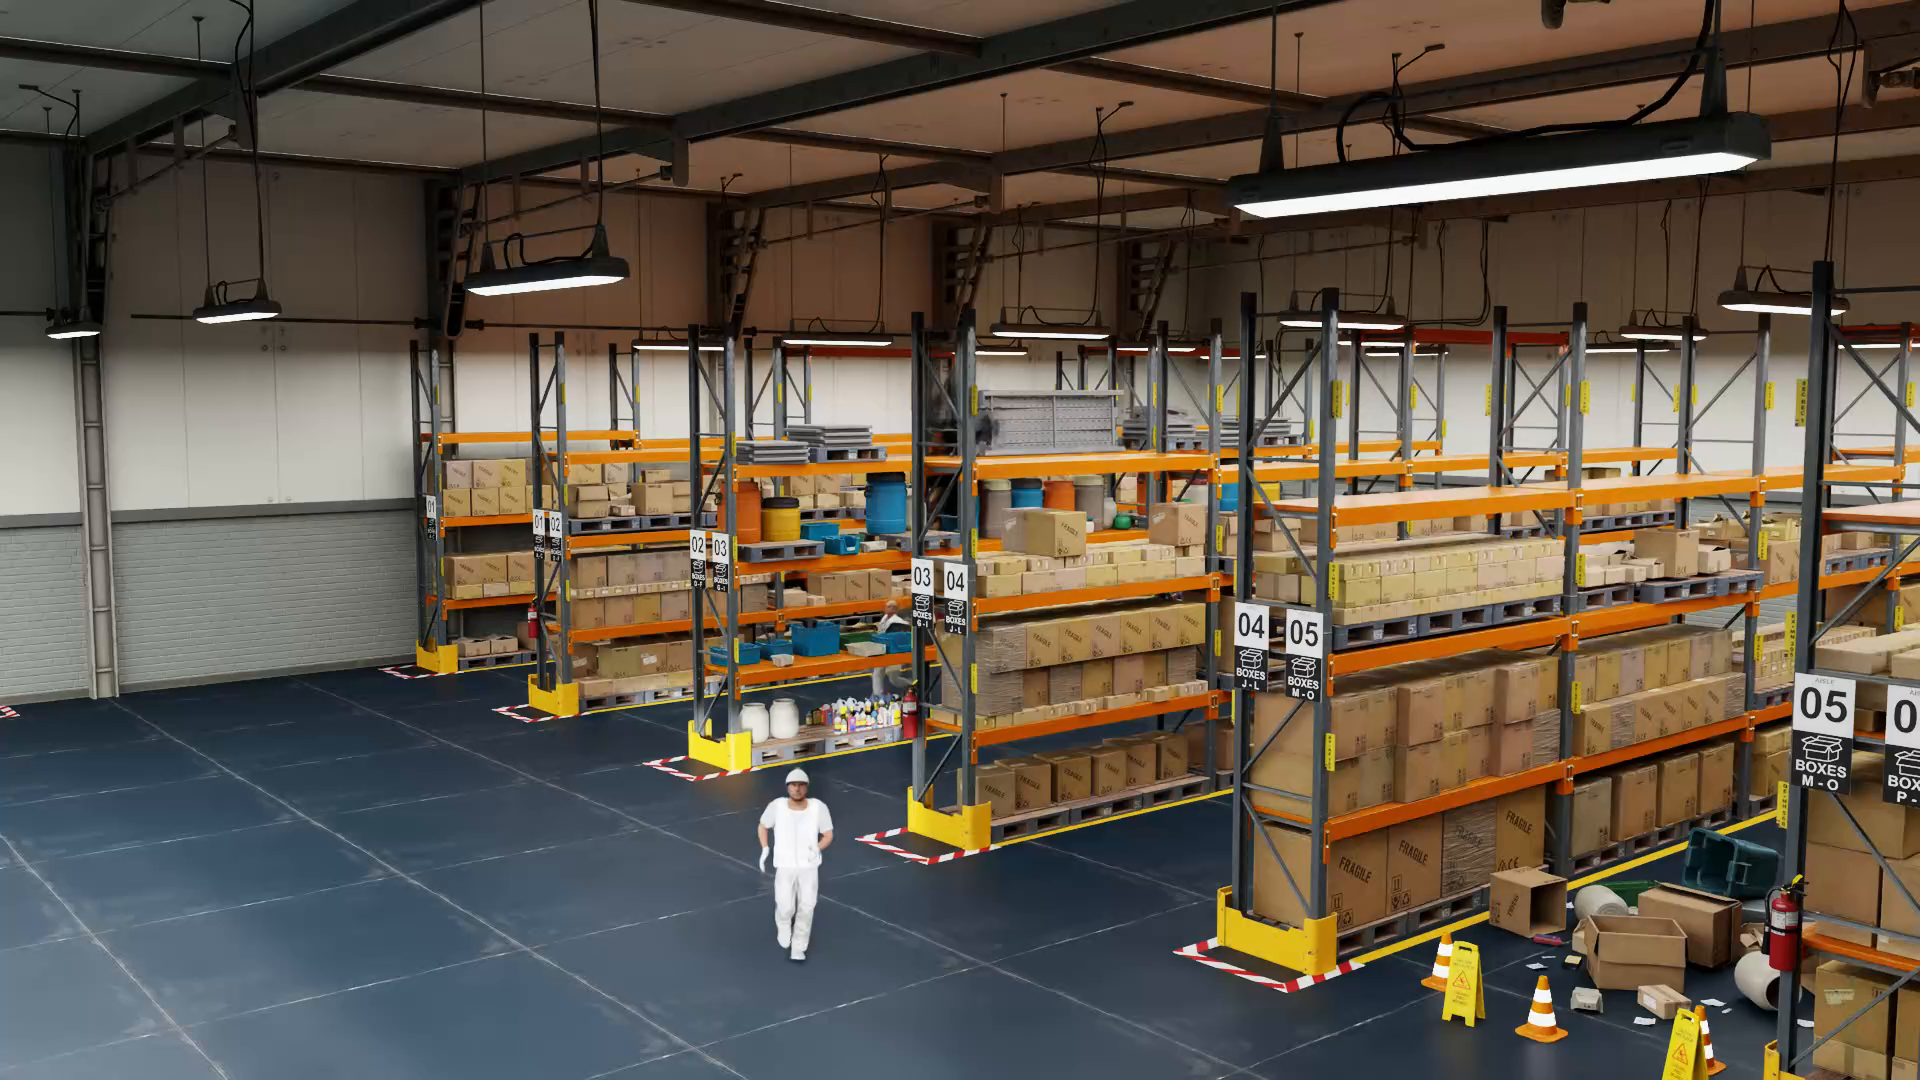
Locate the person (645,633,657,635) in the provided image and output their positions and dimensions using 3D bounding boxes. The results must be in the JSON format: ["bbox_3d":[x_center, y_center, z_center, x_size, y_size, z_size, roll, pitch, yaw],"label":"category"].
[{"bbox_3d":[-5.482,1.574,29.398,0.658,1.779,0.641,-4,7,-39],"label":"person"}]

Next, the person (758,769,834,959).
[{"bbox_3d":[-1.461,2.922,14.867,0.678,1.738,0.585,-1,5,-7],"label":"person"}]

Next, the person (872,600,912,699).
[{"bbox_3d":[-1.109,1.832,26.510,0.979,1.752,0.719,-5,7,-42],"label":"person"}]
